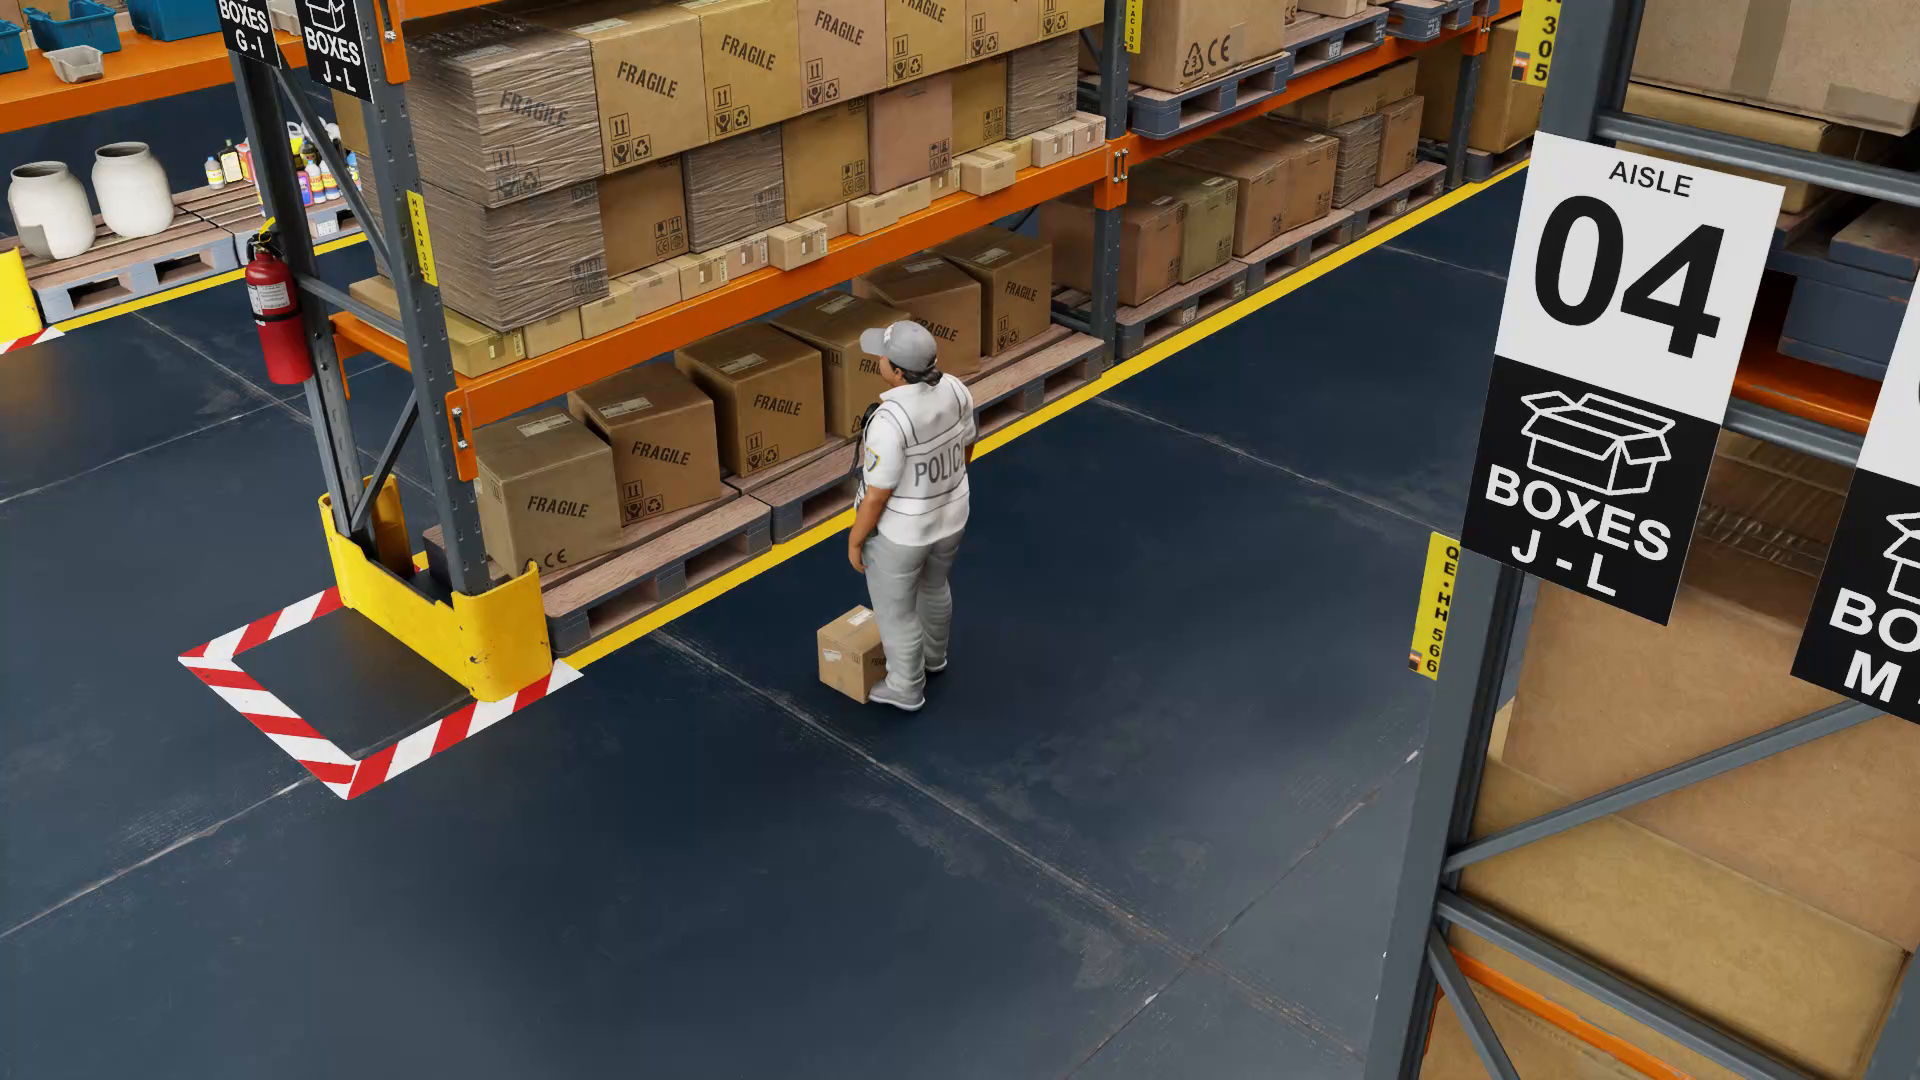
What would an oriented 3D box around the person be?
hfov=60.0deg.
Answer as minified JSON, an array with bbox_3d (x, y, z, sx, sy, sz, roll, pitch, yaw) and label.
[{"bbox_3d":[-0.229,-0.101,6.276,0.529,1.670,0.598,25,40,35],"label":"person"}]
